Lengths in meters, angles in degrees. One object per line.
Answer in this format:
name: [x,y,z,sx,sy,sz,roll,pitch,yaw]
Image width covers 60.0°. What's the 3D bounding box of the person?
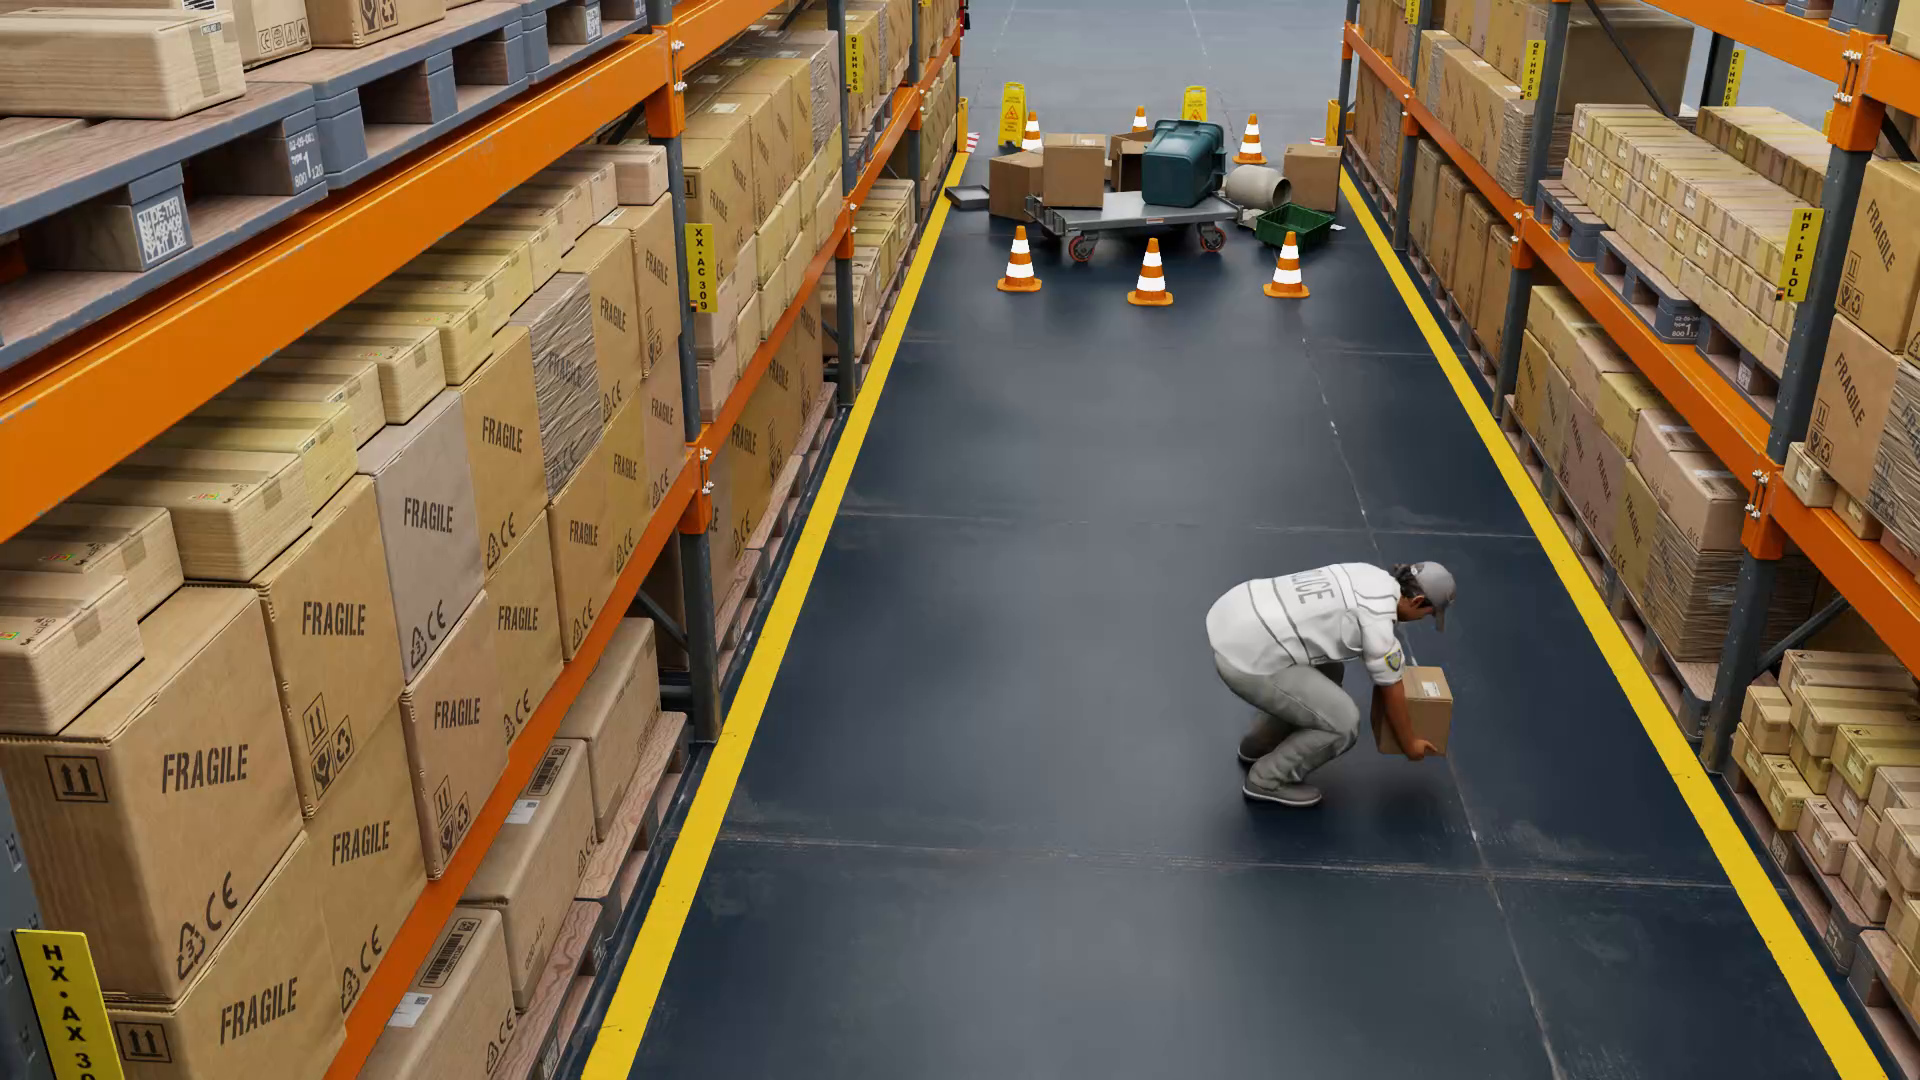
person: [1.393,0.518,6.353,0.915,0.940,0.521,1,25,2]
